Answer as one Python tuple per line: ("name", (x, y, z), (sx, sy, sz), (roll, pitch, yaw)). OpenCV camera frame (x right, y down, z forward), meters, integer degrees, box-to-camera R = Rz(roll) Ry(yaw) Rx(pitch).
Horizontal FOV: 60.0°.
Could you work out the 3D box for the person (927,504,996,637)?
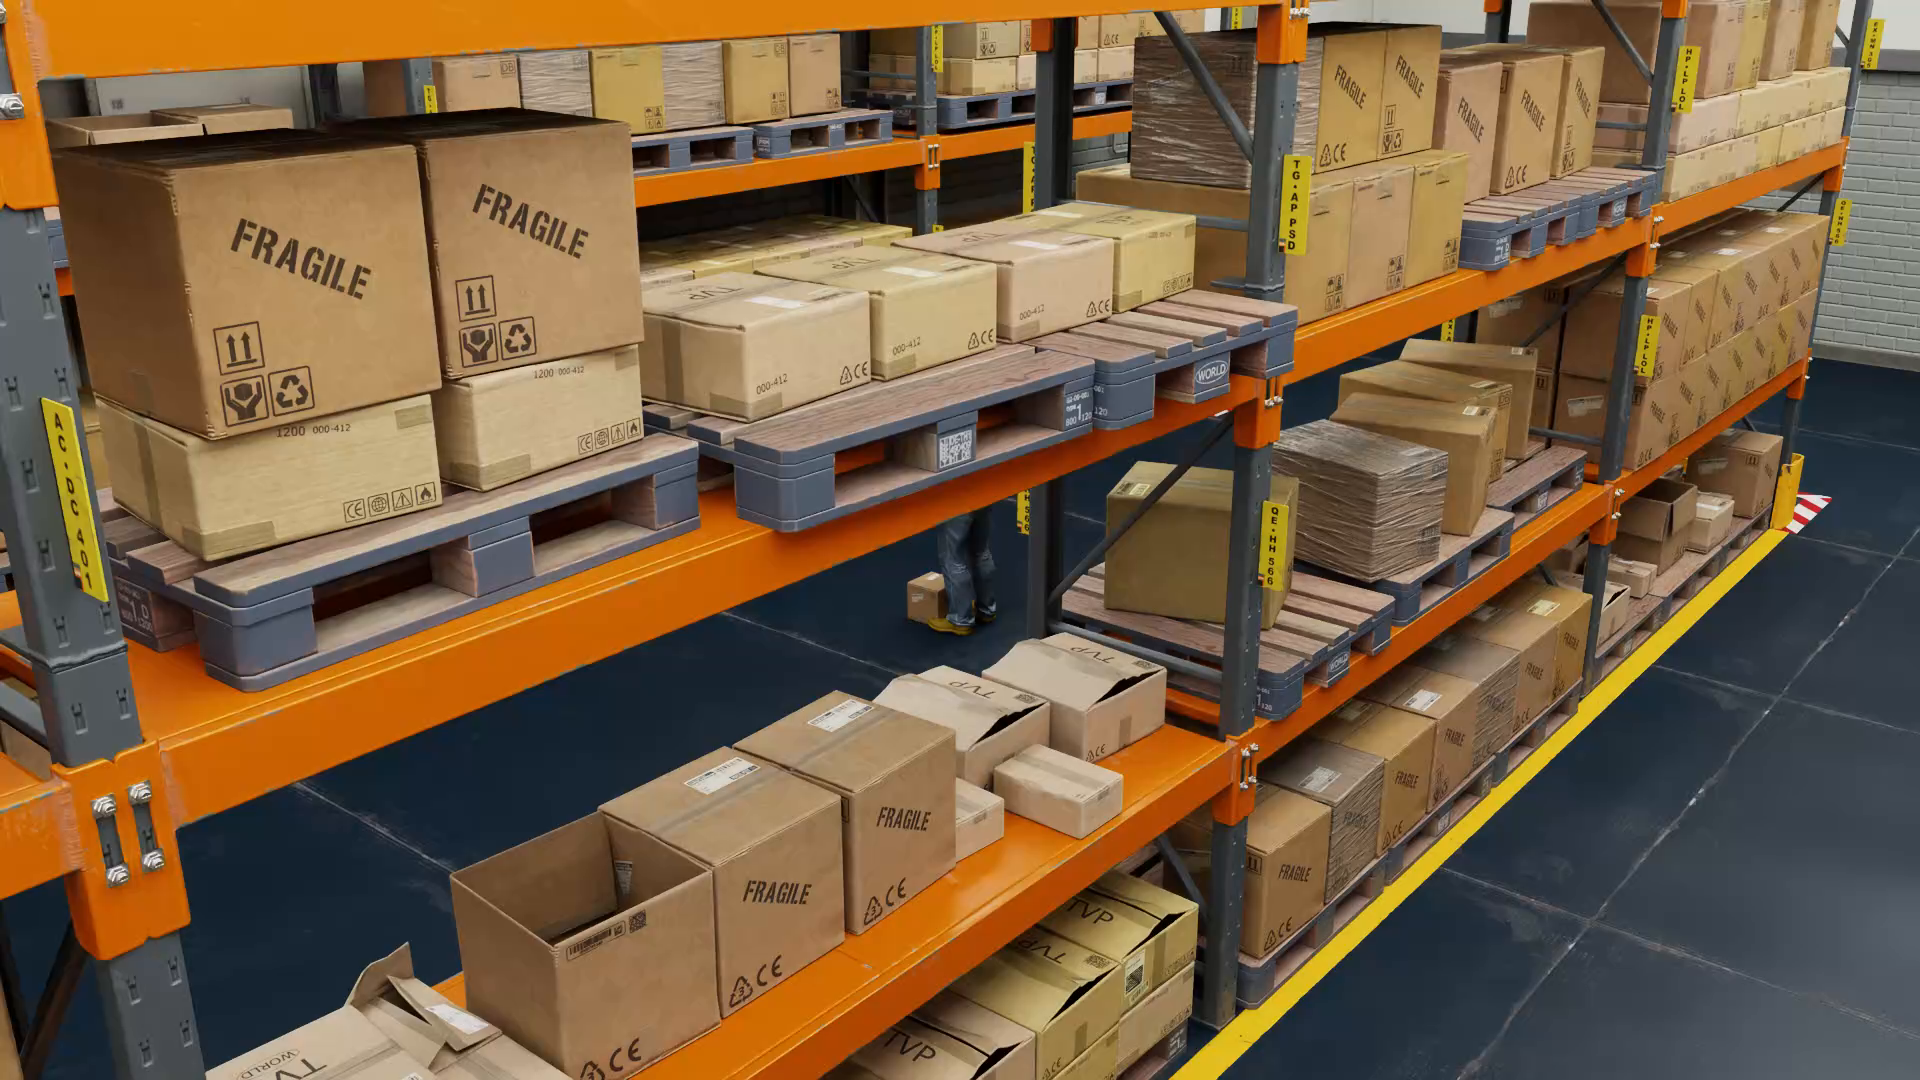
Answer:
("person", (0.018, -0.282, 10.320), (0.459, 1.761, 0.626), (16, 25, 36))
